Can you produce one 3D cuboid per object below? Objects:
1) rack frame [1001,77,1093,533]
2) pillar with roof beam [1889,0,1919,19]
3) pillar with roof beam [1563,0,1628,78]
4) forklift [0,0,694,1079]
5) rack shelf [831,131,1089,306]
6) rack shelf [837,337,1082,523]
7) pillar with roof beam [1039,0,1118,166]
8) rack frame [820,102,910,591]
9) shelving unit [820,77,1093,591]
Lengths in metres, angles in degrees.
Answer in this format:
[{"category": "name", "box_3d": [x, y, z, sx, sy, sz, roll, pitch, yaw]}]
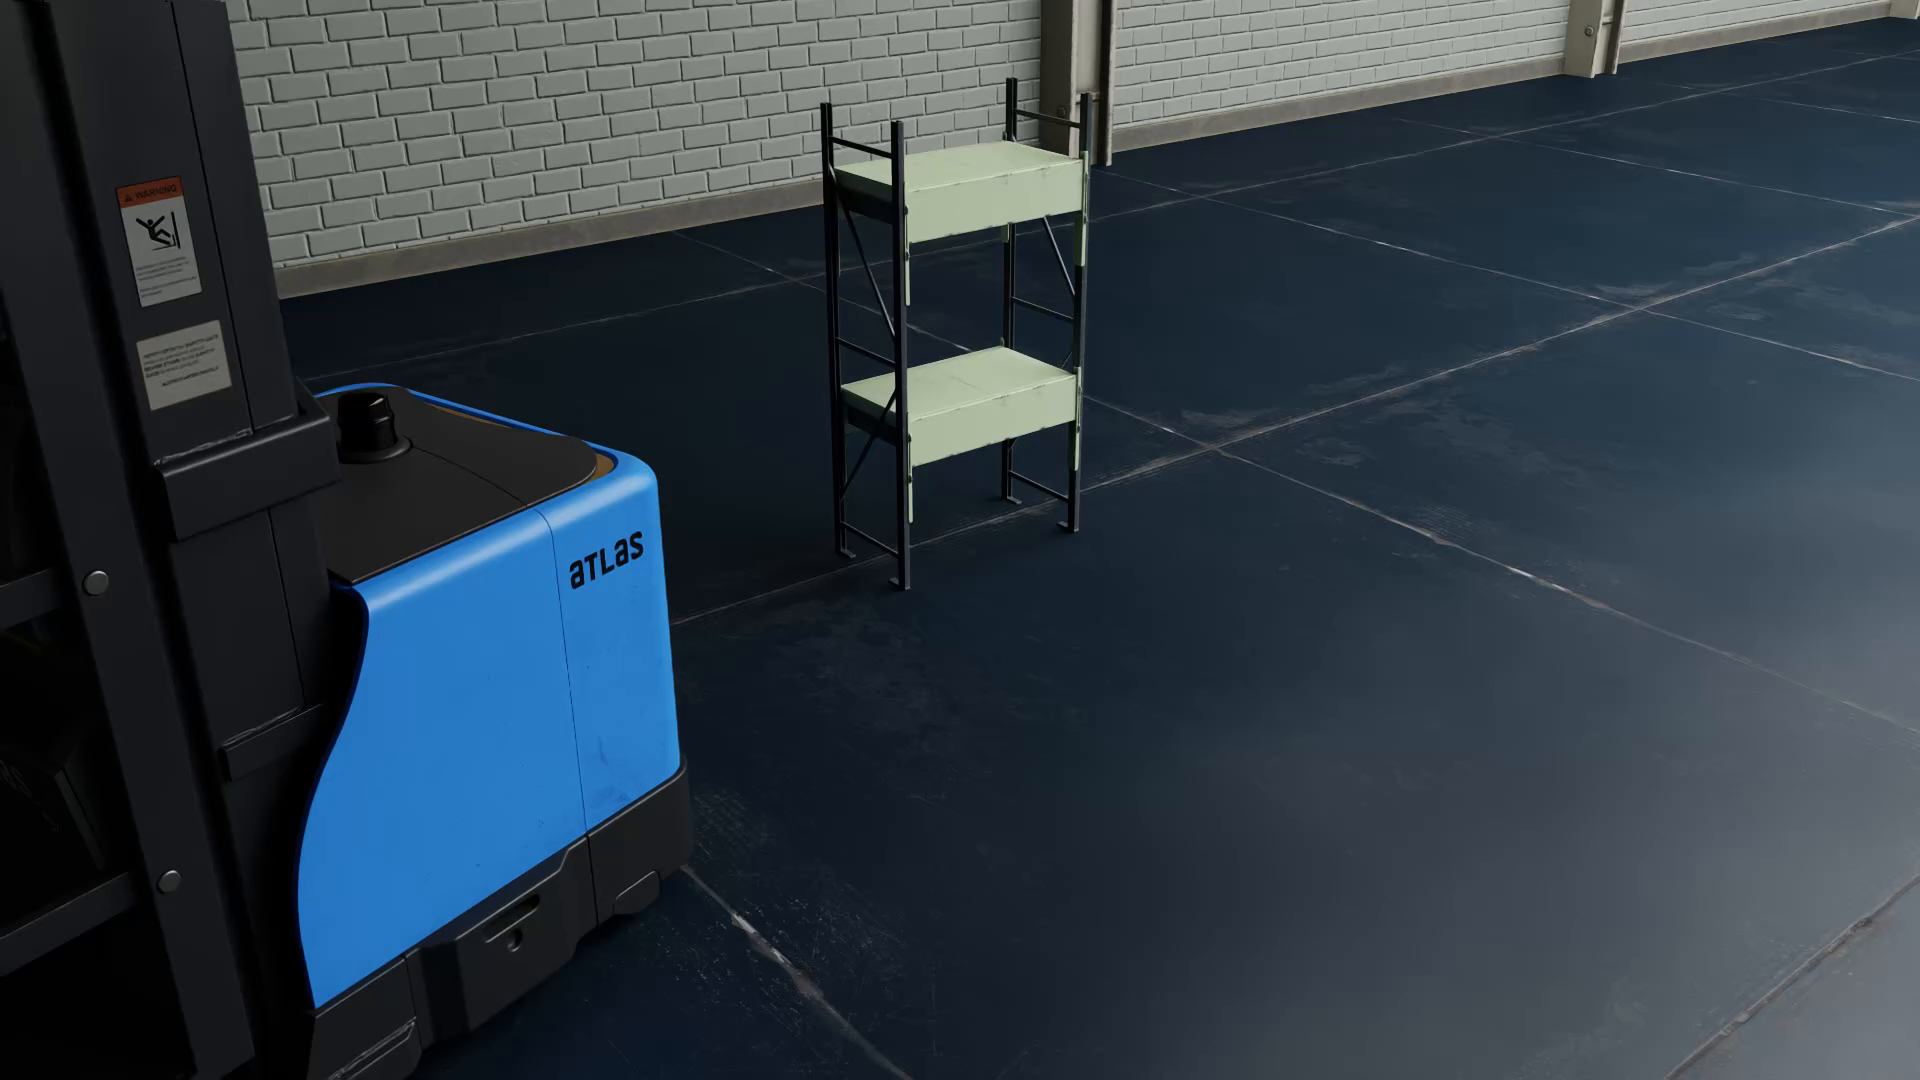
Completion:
[{"category": "rack frame", "box_3d": [0.283, -0.774, 5.635, 0.023, 1.500, 0.400, -18, 31, -34]}, {"category": "pillar with roof beam", "box_3d": [12.873, -8.299, 12.943, 0.400, 9.000, 9.100, -18, 31, -34]}, {"category": "pillar with roof beam", "box_3d": [8.152, -6.741, 9.584, 0.400, 9.000, 9.100, -18, 31, -34]}, {"category": "forklift", "box_3d": [-1.886, -0.132, 2.552, 1.130, 2.935, 3.031, 16, 29, 31]}, {"category": "rack shelf", "box_3d": [-0.005, -1.033, 5.266, 0.720, 0.370, 0.431, -18, 31, -34]}, {"category": "rack shelf", "box_3d": [-0.005, -0.383, 5.568, 0.720, 0.370, 0.431, -18, 31, -34]}, {"category": "pillar with roof beam", "box_3d": [3.430, -5.182, 6.226, 0.400, 9.000, 9.100, -18, 31, -34]}, {"category": "rack frame", "box_3d": [-0.293, -0.583, 5.226, 0.023, 1.500, 0.400, -18, 31, -34]}, {"category": "shelving unit", "box_3d": [-0.005, -0.679, 5.431, 0.755, 1.500, 0.431, -18, 31, -34]}]
